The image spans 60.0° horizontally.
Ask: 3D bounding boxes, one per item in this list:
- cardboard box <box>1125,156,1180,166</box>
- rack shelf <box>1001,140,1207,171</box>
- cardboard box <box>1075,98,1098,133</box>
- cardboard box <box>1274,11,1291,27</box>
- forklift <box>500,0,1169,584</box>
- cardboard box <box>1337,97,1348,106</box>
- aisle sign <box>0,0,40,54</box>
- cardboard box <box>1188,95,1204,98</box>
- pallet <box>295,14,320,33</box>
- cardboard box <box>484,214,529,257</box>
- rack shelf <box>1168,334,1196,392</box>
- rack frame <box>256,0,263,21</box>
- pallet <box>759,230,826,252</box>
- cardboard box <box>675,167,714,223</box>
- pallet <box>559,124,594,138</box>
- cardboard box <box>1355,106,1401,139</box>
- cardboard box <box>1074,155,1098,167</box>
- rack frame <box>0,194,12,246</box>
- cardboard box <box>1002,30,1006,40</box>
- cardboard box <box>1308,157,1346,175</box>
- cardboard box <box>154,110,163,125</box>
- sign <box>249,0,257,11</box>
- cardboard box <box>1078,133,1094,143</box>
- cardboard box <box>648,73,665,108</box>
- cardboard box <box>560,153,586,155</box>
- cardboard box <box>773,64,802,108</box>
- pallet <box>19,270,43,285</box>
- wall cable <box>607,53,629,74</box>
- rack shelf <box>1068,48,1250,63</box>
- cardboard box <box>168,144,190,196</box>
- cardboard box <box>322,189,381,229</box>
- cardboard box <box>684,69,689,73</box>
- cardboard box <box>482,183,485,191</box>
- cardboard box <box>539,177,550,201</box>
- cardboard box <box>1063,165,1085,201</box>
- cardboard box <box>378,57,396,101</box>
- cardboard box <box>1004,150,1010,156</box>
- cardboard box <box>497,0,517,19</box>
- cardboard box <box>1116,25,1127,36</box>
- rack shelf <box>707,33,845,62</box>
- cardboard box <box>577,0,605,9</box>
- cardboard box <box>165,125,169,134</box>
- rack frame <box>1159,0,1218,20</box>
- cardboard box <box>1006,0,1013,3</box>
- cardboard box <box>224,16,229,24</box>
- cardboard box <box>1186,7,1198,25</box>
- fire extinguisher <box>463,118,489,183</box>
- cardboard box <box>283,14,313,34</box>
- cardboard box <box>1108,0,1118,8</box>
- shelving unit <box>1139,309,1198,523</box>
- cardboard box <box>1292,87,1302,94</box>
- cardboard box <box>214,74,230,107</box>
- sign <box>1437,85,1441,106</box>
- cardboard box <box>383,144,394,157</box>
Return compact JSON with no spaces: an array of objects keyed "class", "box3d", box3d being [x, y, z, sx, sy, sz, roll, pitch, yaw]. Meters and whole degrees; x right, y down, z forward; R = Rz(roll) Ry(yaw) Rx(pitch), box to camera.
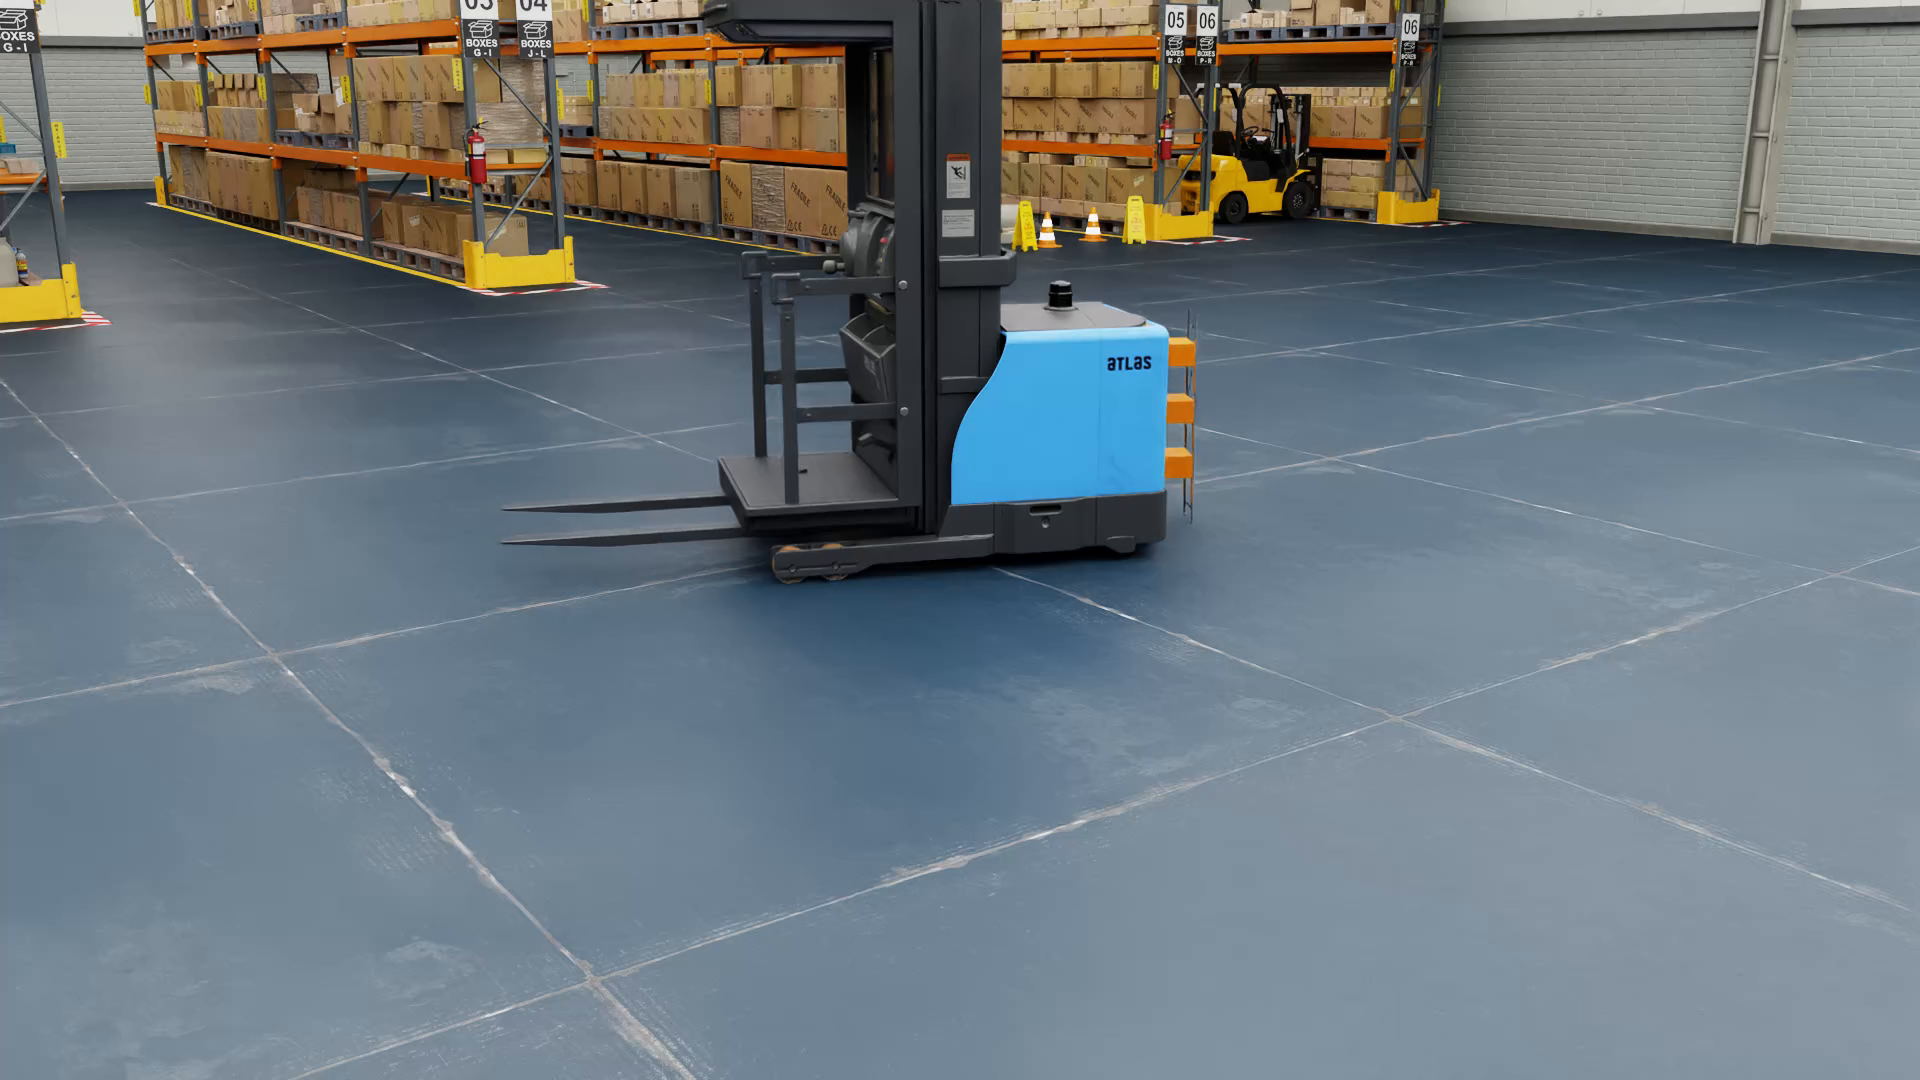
[{"class":"cardboard box","box3d":[3.639,-6.931,31.420,0.875,0.625,0.625,-12,19,-37]},{"class":"rack shelf","box3d":[2.011,-5.892,25.283,1.077,0.370,4.000,-11,19,-35]},{"class":"cardboard box","box3d":[2.063,-6.291,24.628,0.500,0.500,0.500,-11,19,-35]},{"class":"cardboard box","box3d":[5.475,-8.706,27.789,0.396,0.266,0.258,-11,19,-36]},{"class":"forklift","box3d":[-0.605,-1.372,7.537,3.031,2.935,1.130,-4,16,-14]},{"class":"cardboard box","box3d":[6.356,-7.144,27.078,0.380,0.149,0.250,-11,19,-35]},{"class":"aisle sign","box3d":[-8.556,-4.789,14.965,0.394,0.787,0.004,-11,19,-35]},{"class":"cardboard box","box3d":[4.301,-7.889,29.799,0.380,0.149,0.250,-11,19,-35]},{"class":"pallet","box3d":[-8.070,-6.853,22.106,1.213,0.211,1.003,-11,19,-35]},{"class":"cardboard box","box3d":[-5.182,-3.406,18.779,0.500,0.500,0.500,-7,17,-24]},{"class":"rack shelf","box3d":[1.027,-0.876,8.245,0.240,0.259,0.215,-2,15,-4]},{"class":"rack frame","box3d":[-9.532,-8.875,23.457,1.000,3.000,0.127,-11,19,-35]},{"class":"pallet","box3d":[-2.004,-4.096,22.640,1.003,0.211,1.213,-11,19,-35]},{"class":"cardboard box","box3d":[-3.547,-5.112,24.537,1.050,0.750,0.750,-11,19,-35]},{"class":"pallet","box3d":[-5.966,-6.773,27.504,1.213,0.211,1.003,-11,19,-35]},{"class":"cardboard box","box3d":[6.698,-6.695,26.667,0.500,0.500,0.500,-11,19,-36]},{"class":"cardboard box","box3d":[1.936,-5.672,24.880,0.380,0.149,0.250,-10,18,-32]},{"class":"rack frame","box3d":[-11.187,-4.359,18.319,1.000,3.000,0.127,-11,19,-35]},{"class":"cardboard box","box3d":[0.820,-7.886,25.999,0.380,0.149,0.250,-11,19,-35]},{"class":"cardboard box","box3d":[6.068,-6.206,27.586,0.500,0.250,0.500,-11,19,-34]},{"class":"cardboard box","box3d":[-14.172,-7.617,29.943,0.500,0.250,0.500,-11,19,-36]},{"class":"sign","box3d":[-9.986,-7.632,23.466,0.100,0.325,0.005,-11,19,-35]},{"class":"cardboard box","box3d":[1.986,-5.999,24.789,0.380,0.149,0.250,-11,19,-35]},{"class":"cardboard box","box3d":[-4.302,-6.837,25.290,0.700,0.500,0.500,-11,19,-35]},{"class":"cardboard box","box3d":[-6.879,-6.711,29.433,0.500,0.250,0.500,-10,18,-32]},{"class":"cardboard box","box3d":[-1.978,-6.037,22.121,0.875,0.550,0.500,-11,19,-35]},{"class":"pallet","box3d":[-10.104,-2.603,17.187,1.003,0.211,1.213,-11,19,-35]},{"class":"wall cable","box3d":[-8.414,-11.141,41.176,0.588,1.984,0.122,-11,19,-35]},{"class":"rack shelf","box3d":[3.672,-8.964,30.825,1.077,0.370,4.000,-11,19,-35]},{"class":"cardboard box","box3d":[-13.795,-6.743,30.261,0.875,0.875,0.875,-11,19,-35]},{"class":"cardboard box","box3d":[-8.447,-4.612,23.145,0.700,0.500,0.500,-9,18,-30]},{"class":"cardboard box","box3d":[-5.484,-9.673,34.425,0.380,0.149,0.250,-11,19,-34]},{"class":"cardboard box","box3d":[-8.928,-6.663,31.345,0.380,0.149,0.250,-11,19,-35]},{"class":"cardboard box","box3d":[-6.962,-6.159,28.838,0.500,0.500,0.500,-10,18,-34]},{"class":"cardboard box","box3d":[1.905,-5.400,25.116,0.500,0.500,0.500,-11,19,-36]},{"class":"cardboard box","box3d":[-6.533,-5.452,19.669,0.500,0.500,0.500,-11,19,-35]},{"class":"cardboard box","box3d":[1.141,-8.015,34.388,0.380,0.149,0.250,-11,19,-34]},{"class":"cardboard box","box3d":[-4.903,-5.791,18.154,0.500,0.250,0.500,-10,18,-33]},{"class":"cardboard box","box3d":[2.450,-7.280,23.787,0.380,0.149,0.250,-10,18,-33]},{"class":"rack shelf","box3d":[-1.933,-6.548,22.001,1.077,0.370,4.000,-11,19,-35]},{"class":"cardboard box","box3d":[-5.909,-8.640,26.641,0.396,0.266,0.258,-11,19,-35]},{"class":"cardboard box","box3d":[-13.837,-7.277,29.458,0.380,0.149,0.250,-11,19,-35]},{"class":"rack frame","box3d":[3.187,-8.705,22.835,1.000,3.000,0.127,-11,19,-35]},{"class":"cardboard box","box3d":[0.515,-8.776,27.317,0.500,0.250,0.500,-11,19,-36]},{"class":"cardboard box","box3d":[-11.130,-8.023,25.704,0.380,0.149,0.250,-12,19,-37]},{"class":"cardboard box","box3d":[3.107,-7.478,23.755,0.500,0.250,0.500,-11,19,-36]},{"class":"fire extinguisher","box3d":[-5.134,-4.140,17.667,0.296,0.674,0.183,-11,19,-35]},{"class":"cardboard box","box3d":[-8.850,-6.998,22.565,0.500,0.250,0.500,-10,18,-33]},{"class":"cardboard box","box3d":[2.357,-7.723,23.895,0.380,0.149,0.250,-11,19,-34]},{"class":"shelving unit","box3d":[1.031,-0.612,8.317,0.252,1.050,0.215,-2,15,-4]},{"class":"cardboard box","box3d":[5.778,-7.514,27.866,0.380,0.149,0.250,-11,19,-34]},{"class":"cardboard box","box3d":[-11.502,-7.233,26.730,0.797,0.503,0.637,-11,19,-36]},{"class":"sign","box3d":[7.653,-7.123,26.631,0.100,0.325,0.005,-11,19,-35]},{"class":"cardboard box","box3d":[-6.723,-4.698,20.033,0.380,0.149,0.250,-11,19,-35]}]
